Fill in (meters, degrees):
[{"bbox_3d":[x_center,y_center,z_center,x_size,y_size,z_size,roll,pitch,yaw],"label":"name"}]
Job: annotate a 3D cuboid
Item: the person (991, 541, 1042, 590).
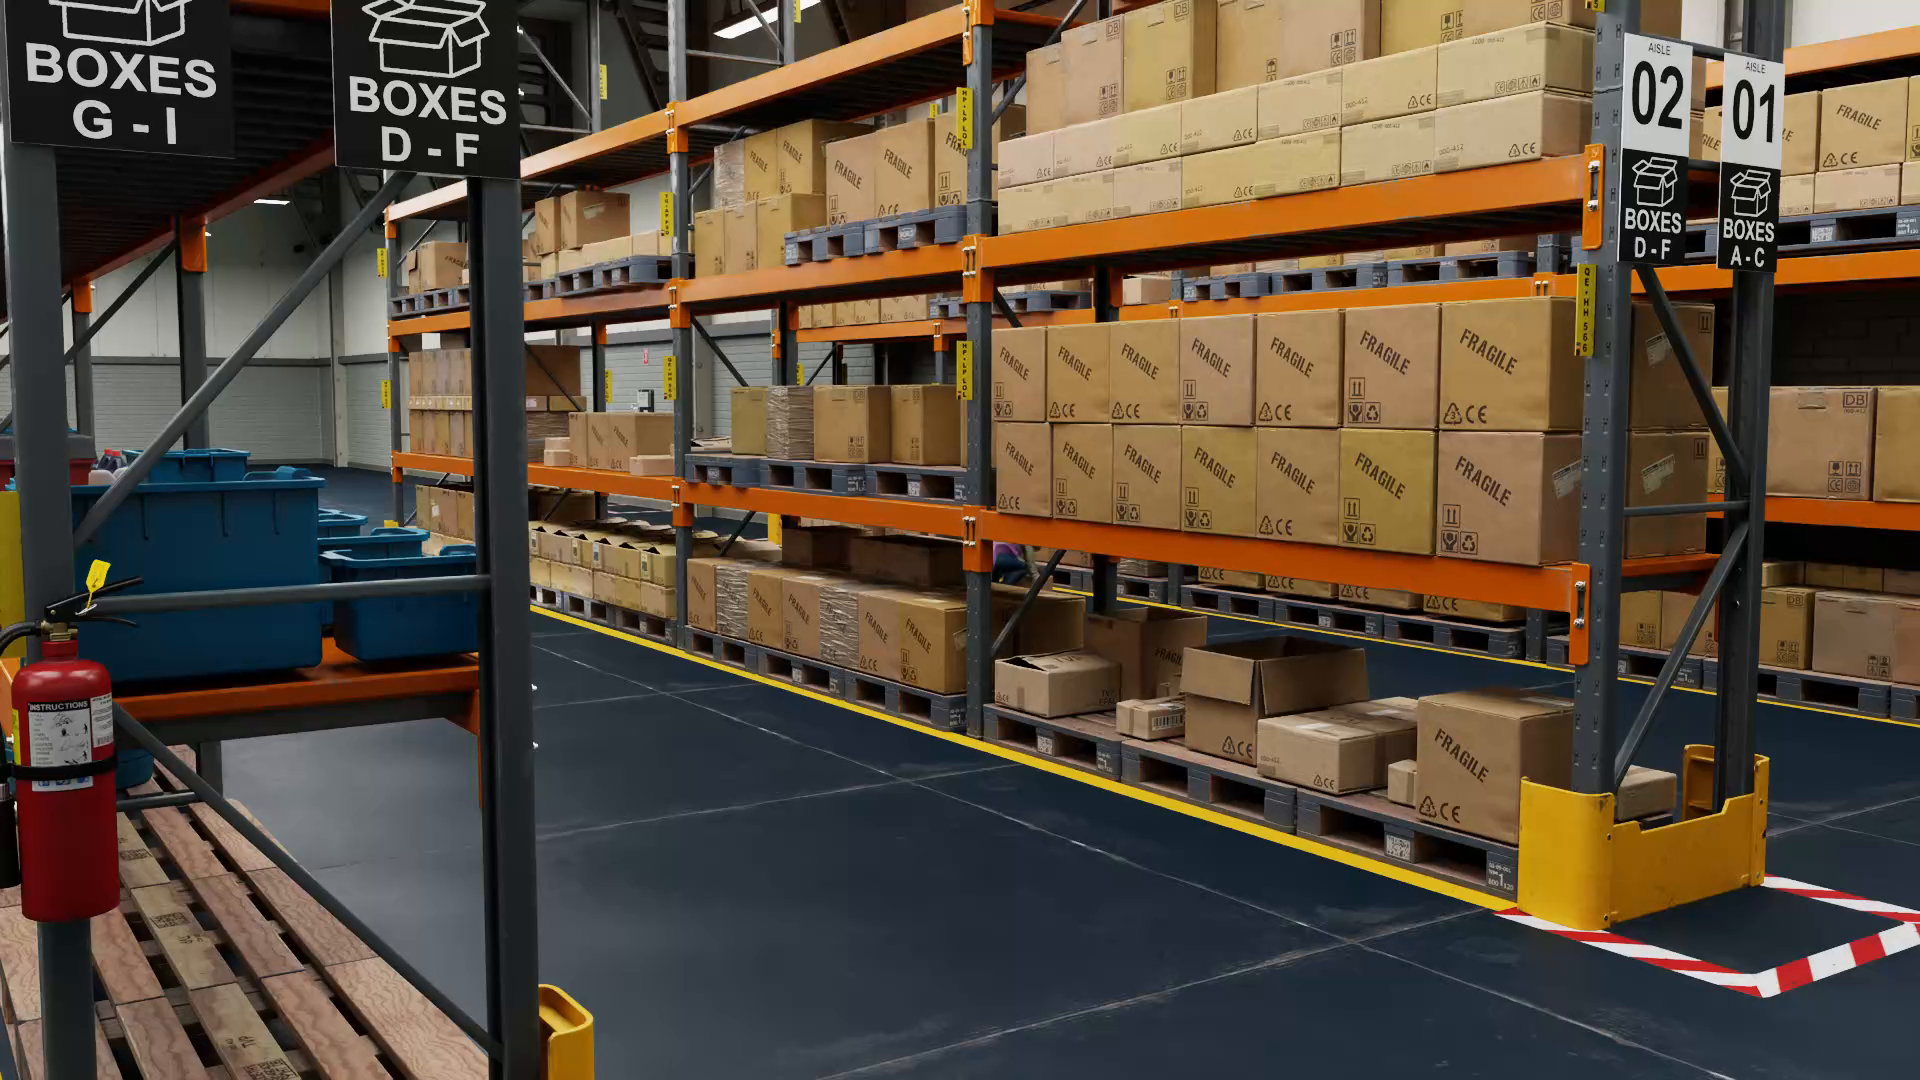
[{"bbox_3d":[0.441,0.272,15.584,0.866,0.699,0.419,-3,6,-35],"label":"person"}]
